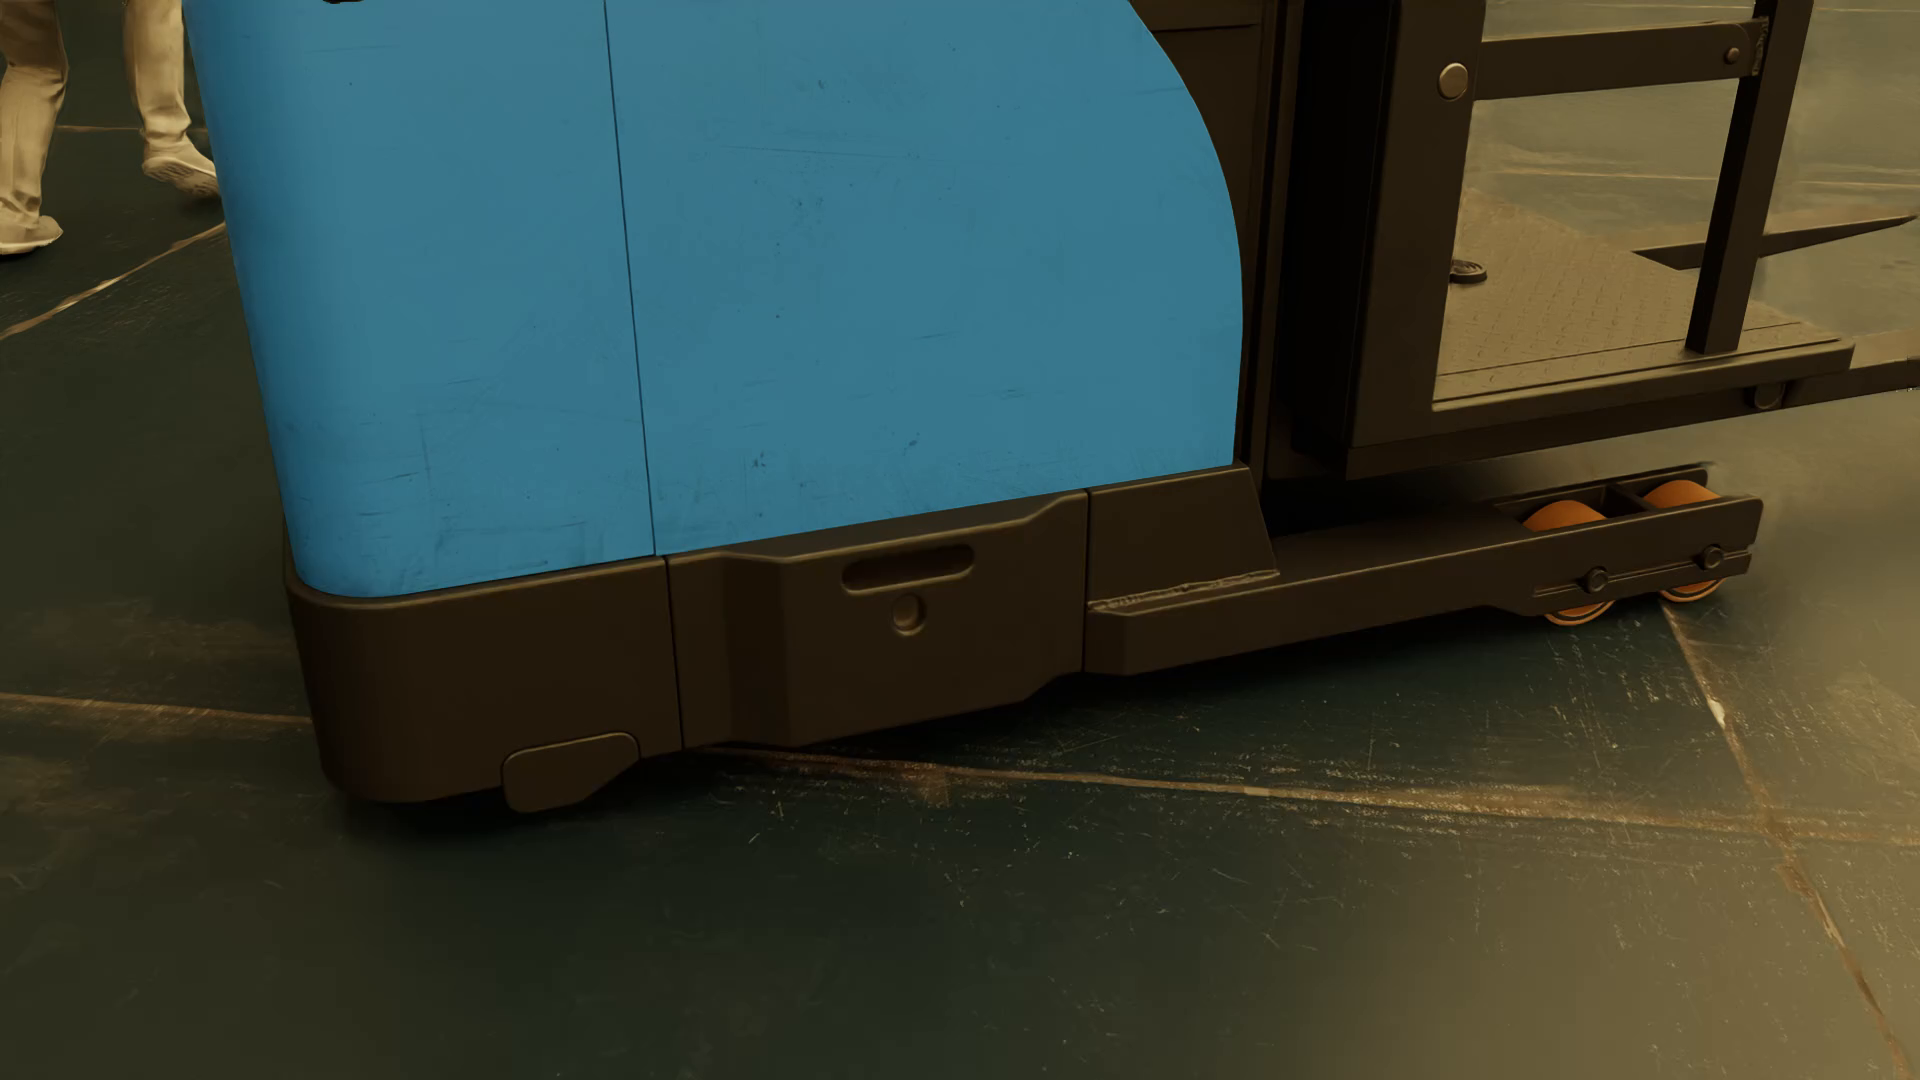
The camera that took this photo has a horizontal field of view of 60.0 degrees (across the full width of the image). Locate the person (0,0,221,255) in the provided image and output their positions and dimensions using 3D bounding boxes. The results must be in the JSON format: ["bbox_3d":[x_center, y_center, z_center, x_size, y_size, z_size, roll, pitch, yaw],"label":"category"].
[{"bbox_3d":[-1.981,-1.384,3.663,0.706,1.477,0.689,0,27,0],"label":"person"}]

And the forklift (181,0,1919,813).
[{"bbox_3d":[0.572,-1.406,2.035,3.031,2.935,1.130,-9,28,-18],"label":"forklift"}]
